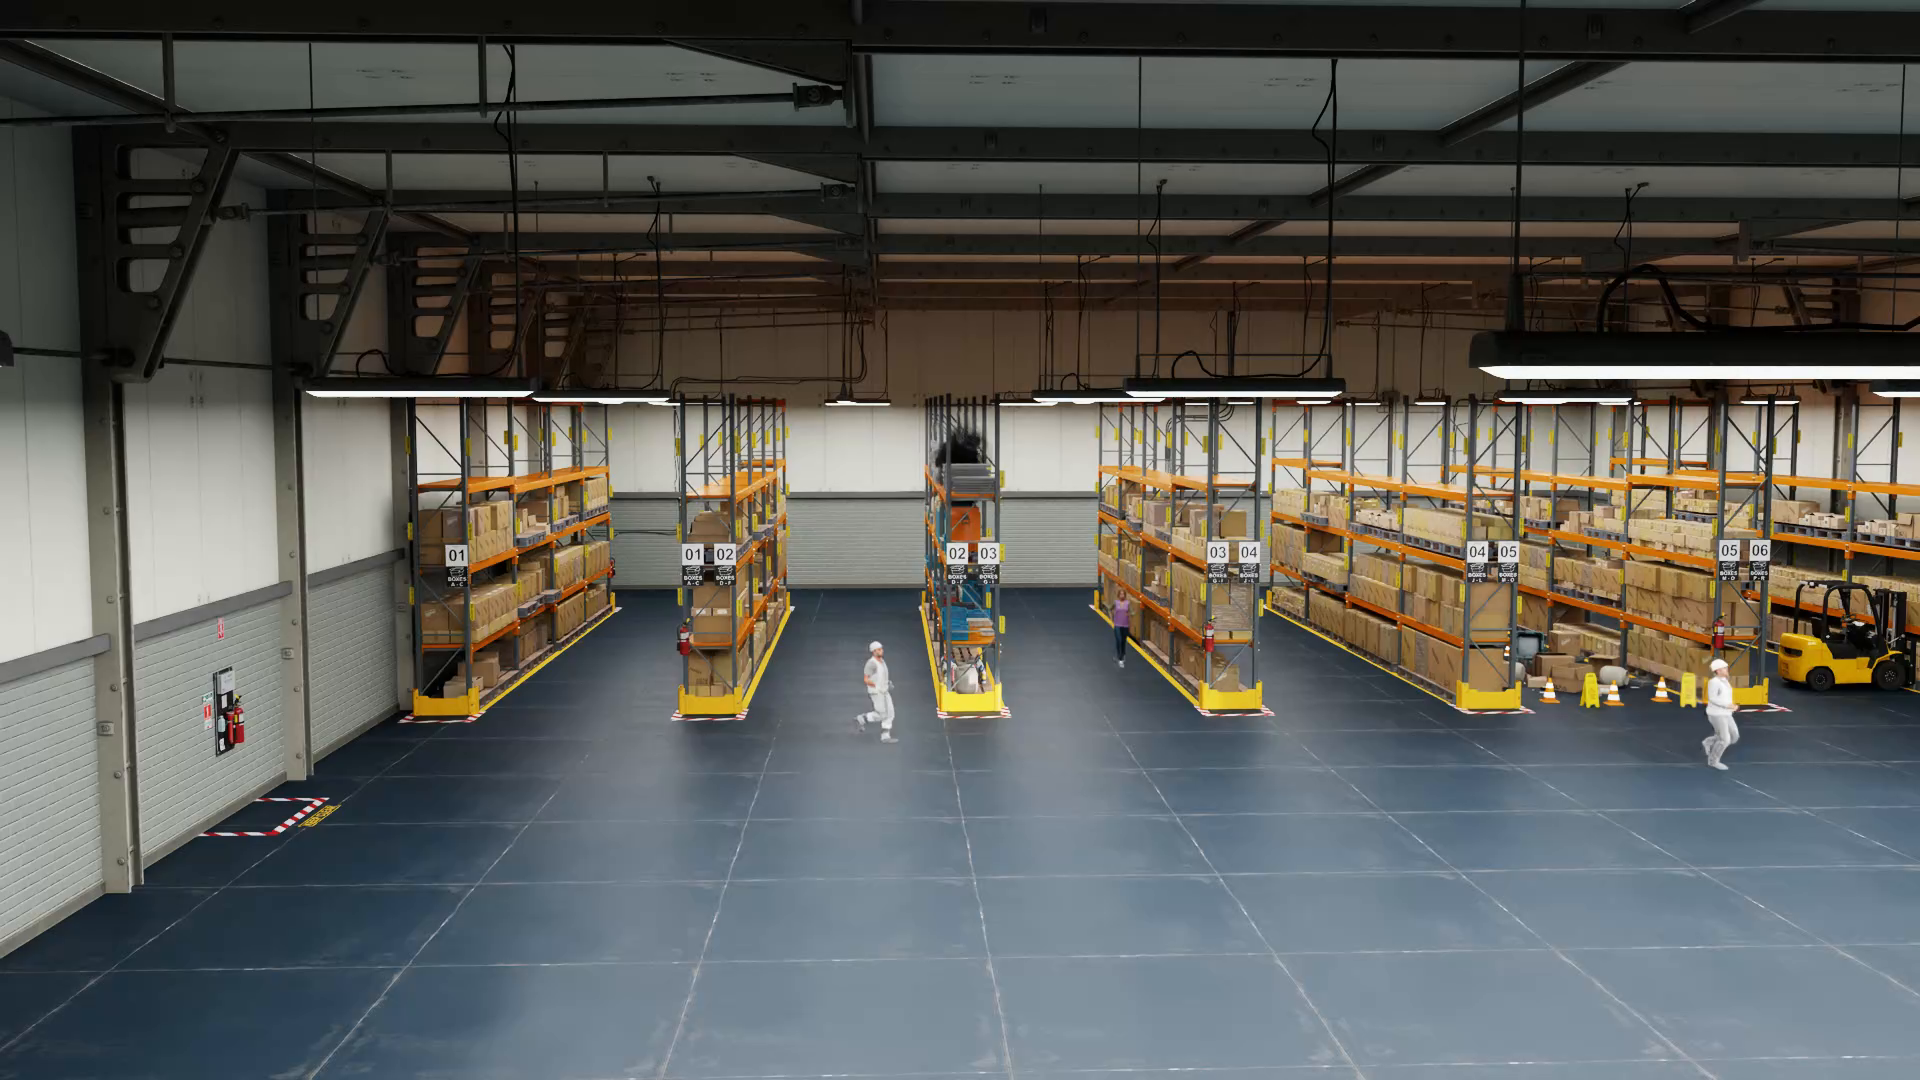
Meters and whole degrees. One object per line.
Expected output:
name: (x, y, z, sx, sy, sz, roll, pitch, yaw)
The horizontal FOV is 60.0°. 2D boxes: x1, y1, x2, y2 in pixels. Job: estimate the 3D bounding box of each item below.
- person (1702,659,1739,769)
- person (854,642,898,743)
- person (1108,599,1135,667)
person: (12.122, 2.767, 26.492, 0.591, 1.737, 0.698, 4, 6, 41)
person: (-1.414, 2.612, 28.510, 0.773, 1.749, 0.634, 2, 5, 23)
person: (3.414, 1.950, 35.125, 0.531, 1.390, 0.819, 0, 5, -5)
